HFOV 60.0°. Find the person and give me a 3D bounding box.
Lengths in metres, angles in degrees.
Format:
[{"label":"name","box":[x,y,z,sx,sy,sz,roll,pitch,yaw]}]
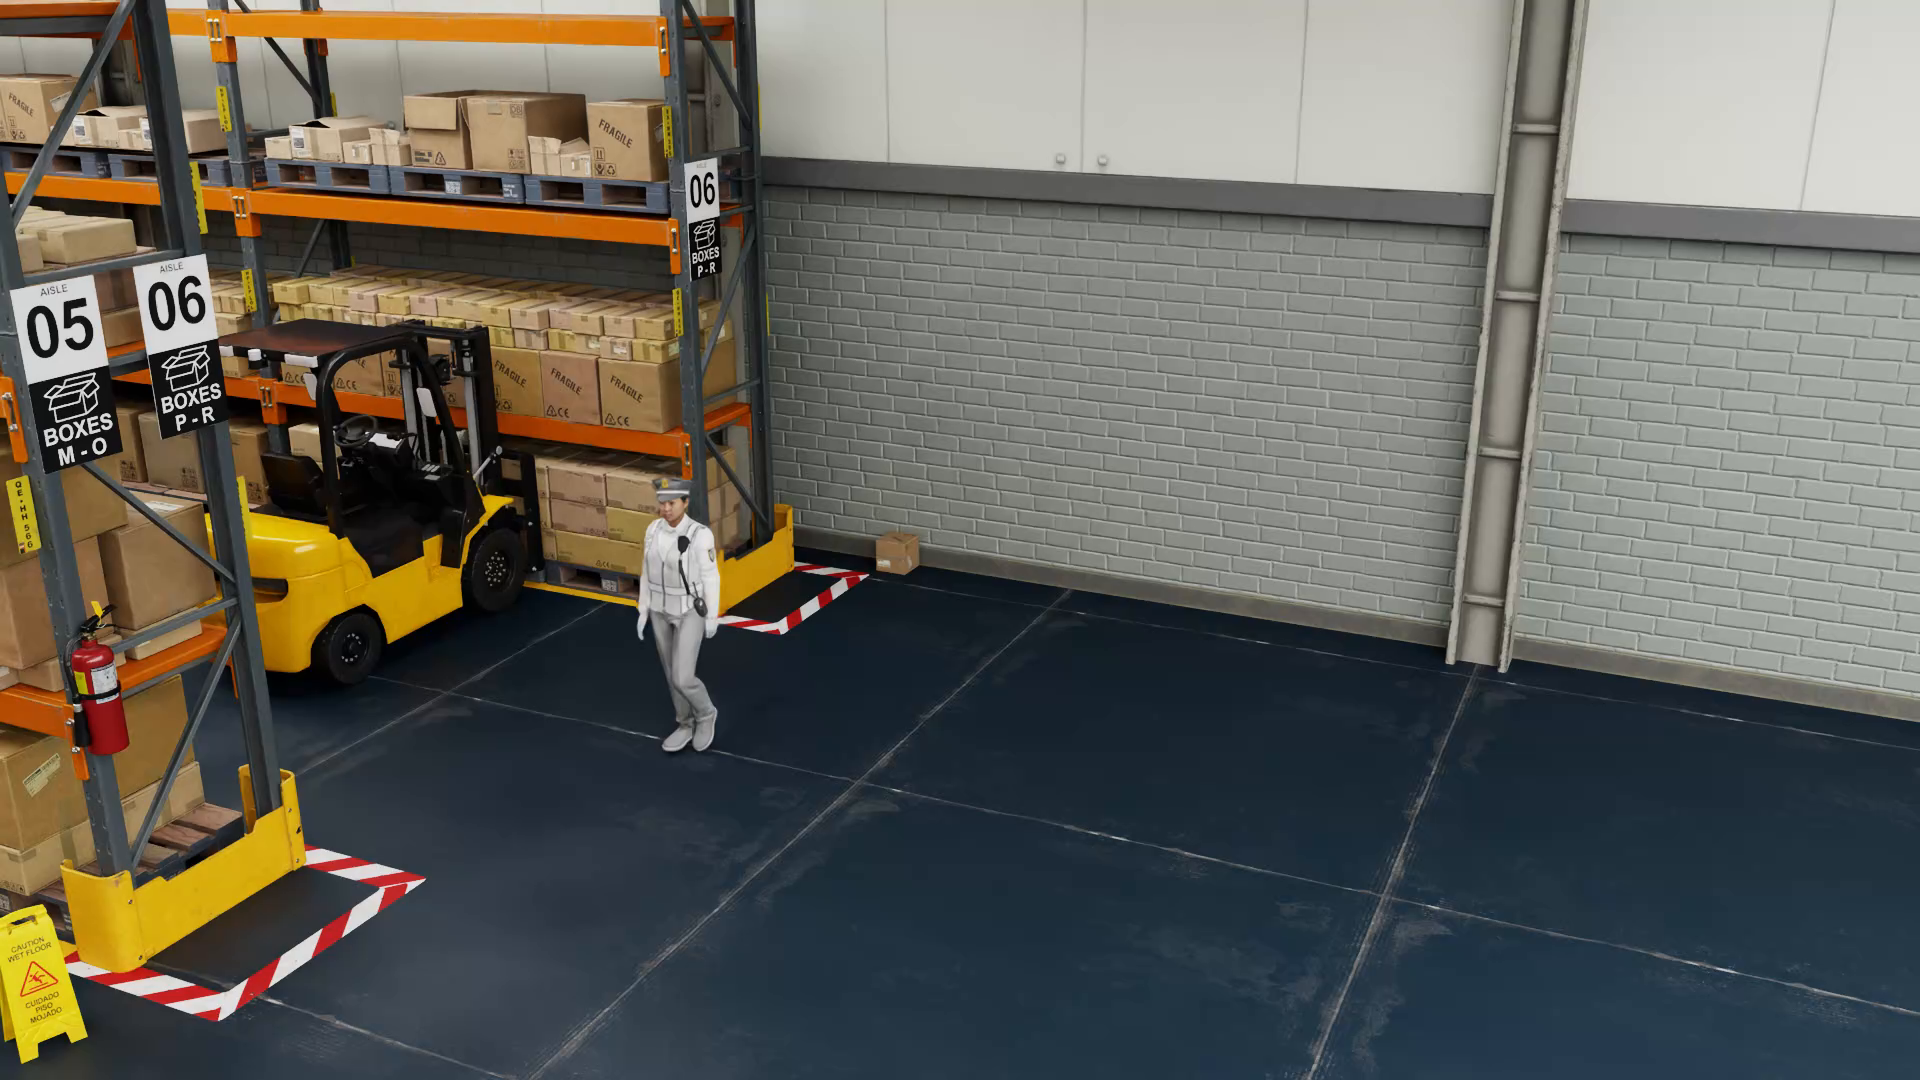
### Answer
[{"label":"person","box":[-1.659,0.445,9.689,0.484,1.697,0.433,9,21,24]}]
